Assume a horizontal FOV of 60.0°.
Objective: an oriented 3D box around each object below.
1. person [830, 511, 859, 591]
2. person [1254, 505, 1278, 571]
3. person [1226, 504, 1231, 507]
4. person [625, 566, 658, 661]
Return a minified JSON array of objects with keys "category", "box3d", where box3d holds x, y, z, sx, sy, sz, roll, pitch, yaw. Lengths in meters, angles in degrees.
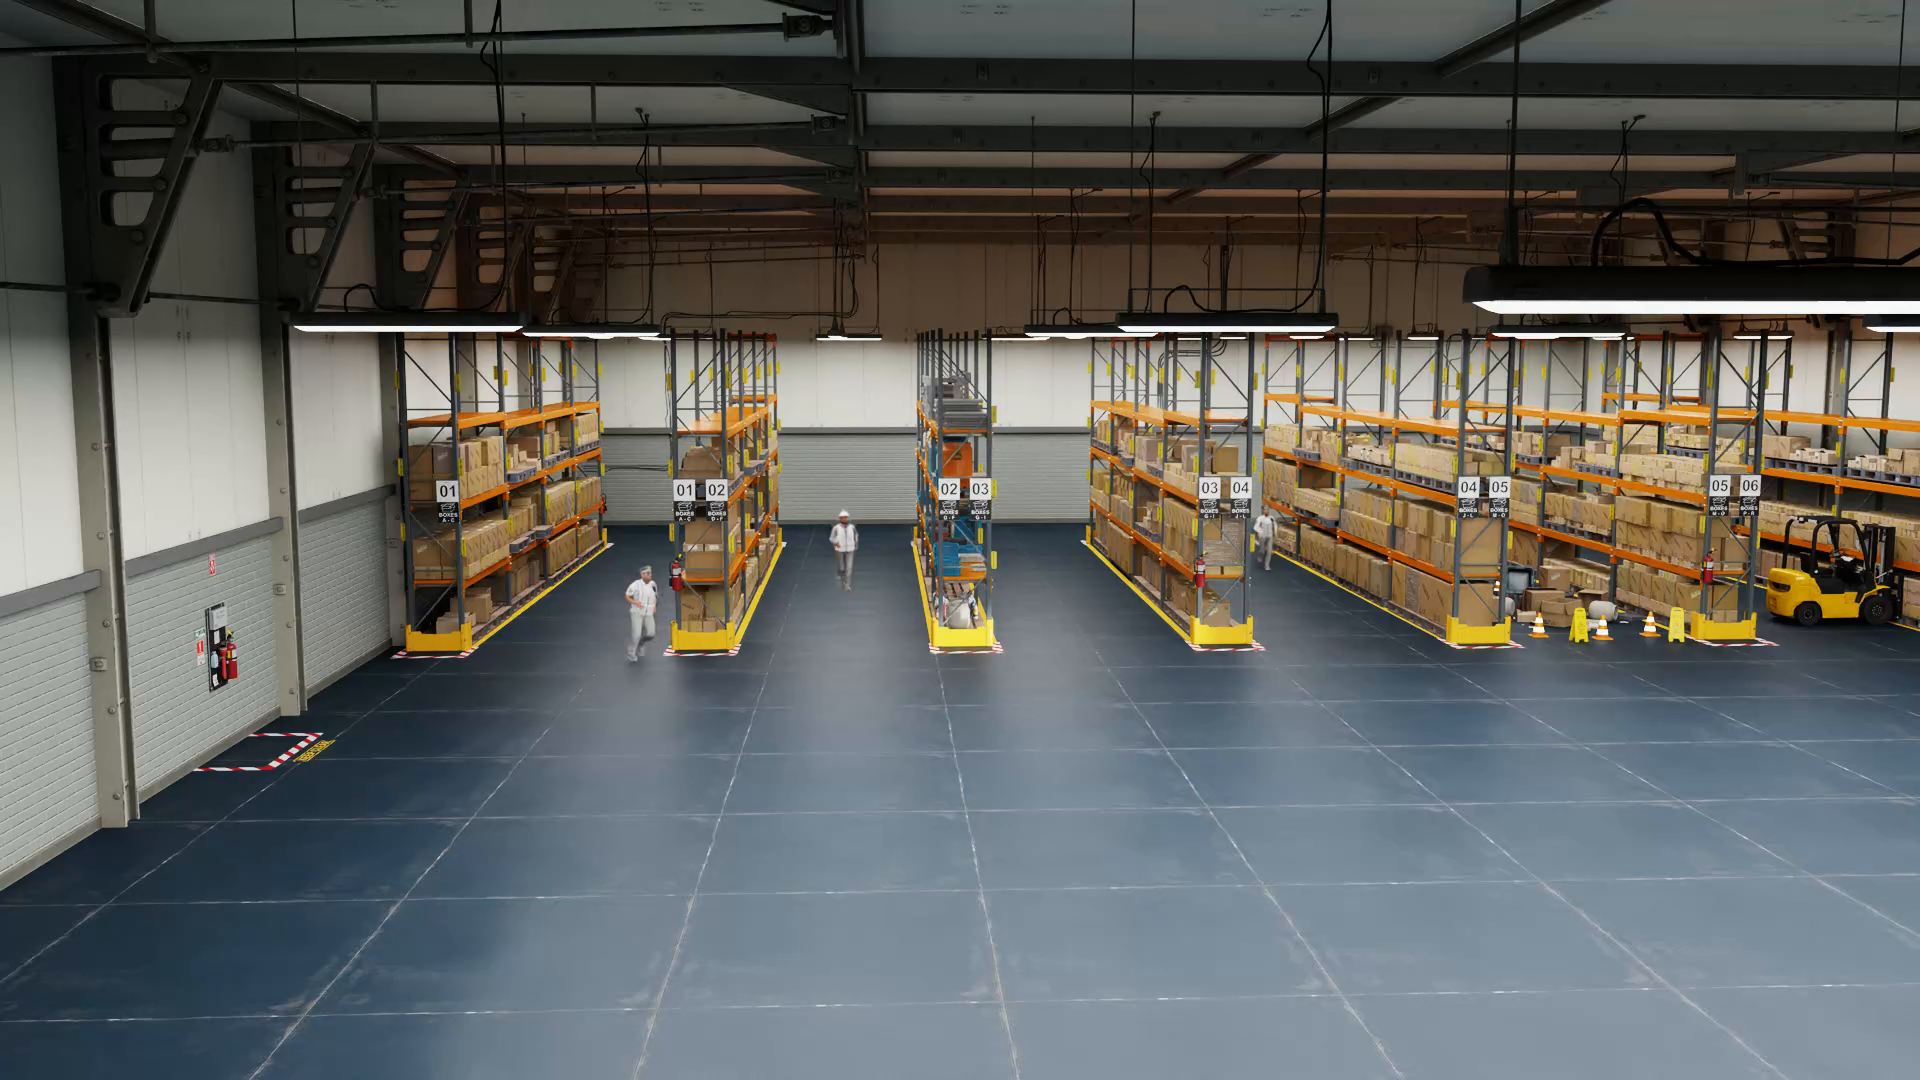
[{"category":"person","box3d":[-2.539,0.231,36.833,0.677,1.750,0.896,-2,7,-14]},{"category":"person","box3d":[7.797,-0.078,42.281,0.632,1.661,0.861,0,7,-4]},{"category":"person","box3d":[7.533,-0.644,46.465,0.671,1.797,1.001,1,7,7]},{"category":"person","box3d":[-5.738,1.318,30.273,0.665,1.706,0.548,-5,8,-34]}]
